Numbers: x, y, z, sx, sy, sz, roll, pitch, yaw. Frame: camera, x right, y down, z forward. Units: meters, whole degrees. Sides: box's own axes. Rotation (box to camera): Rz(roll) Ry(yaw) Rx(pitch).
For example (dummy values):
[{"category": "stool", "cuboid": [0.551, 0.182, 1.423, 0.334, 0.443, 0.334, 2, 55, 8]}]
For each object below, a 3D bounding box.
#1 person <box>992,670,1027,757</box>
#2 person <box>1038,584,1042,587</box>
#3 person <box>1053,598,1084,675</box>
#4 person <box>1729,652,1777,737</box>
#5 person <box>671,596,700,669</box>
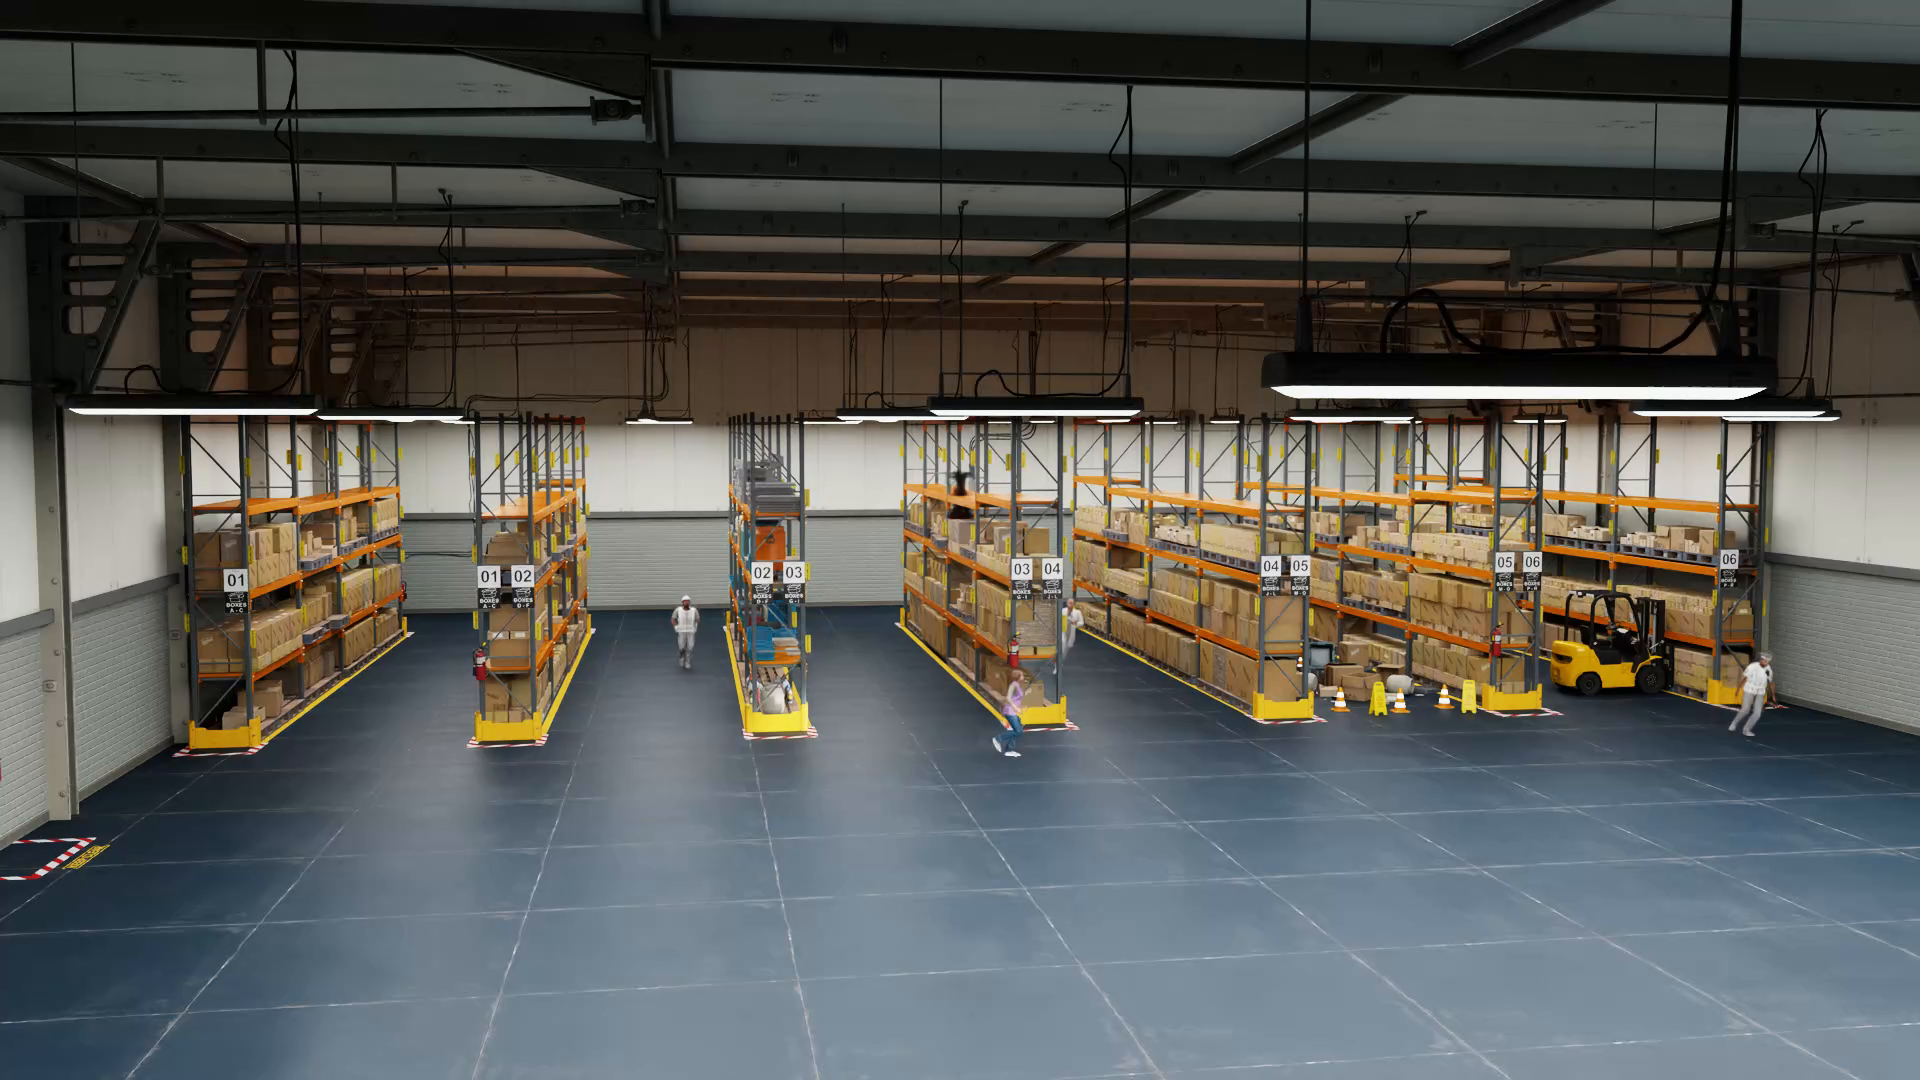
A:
[{"category": "person", "cuboid": [0.853, 3.003, 28.866, 0.580, 1.535, 0.540, 1, 4, 13]}, {"category": "person", "cuboid": [2.624, 1.470, 50.328, 0.682, 1.768, 0.694, 1, 4, 17]}, {"category": "person", "cuboid": [2.449, 2.200, 38.502, 0.803, 1.732, 0.886, -1, 4, -12]}, {"category": "person", "cuboid": [14.631, 2.837, 30.668, 0.706, 1.581, 0.622, 0, 4, 1]}, {"category": "person", "cuboid": [-6.456, 2.183, 39.201, 0.680, 1.739, 0.583, -1, 4, -12]}]
